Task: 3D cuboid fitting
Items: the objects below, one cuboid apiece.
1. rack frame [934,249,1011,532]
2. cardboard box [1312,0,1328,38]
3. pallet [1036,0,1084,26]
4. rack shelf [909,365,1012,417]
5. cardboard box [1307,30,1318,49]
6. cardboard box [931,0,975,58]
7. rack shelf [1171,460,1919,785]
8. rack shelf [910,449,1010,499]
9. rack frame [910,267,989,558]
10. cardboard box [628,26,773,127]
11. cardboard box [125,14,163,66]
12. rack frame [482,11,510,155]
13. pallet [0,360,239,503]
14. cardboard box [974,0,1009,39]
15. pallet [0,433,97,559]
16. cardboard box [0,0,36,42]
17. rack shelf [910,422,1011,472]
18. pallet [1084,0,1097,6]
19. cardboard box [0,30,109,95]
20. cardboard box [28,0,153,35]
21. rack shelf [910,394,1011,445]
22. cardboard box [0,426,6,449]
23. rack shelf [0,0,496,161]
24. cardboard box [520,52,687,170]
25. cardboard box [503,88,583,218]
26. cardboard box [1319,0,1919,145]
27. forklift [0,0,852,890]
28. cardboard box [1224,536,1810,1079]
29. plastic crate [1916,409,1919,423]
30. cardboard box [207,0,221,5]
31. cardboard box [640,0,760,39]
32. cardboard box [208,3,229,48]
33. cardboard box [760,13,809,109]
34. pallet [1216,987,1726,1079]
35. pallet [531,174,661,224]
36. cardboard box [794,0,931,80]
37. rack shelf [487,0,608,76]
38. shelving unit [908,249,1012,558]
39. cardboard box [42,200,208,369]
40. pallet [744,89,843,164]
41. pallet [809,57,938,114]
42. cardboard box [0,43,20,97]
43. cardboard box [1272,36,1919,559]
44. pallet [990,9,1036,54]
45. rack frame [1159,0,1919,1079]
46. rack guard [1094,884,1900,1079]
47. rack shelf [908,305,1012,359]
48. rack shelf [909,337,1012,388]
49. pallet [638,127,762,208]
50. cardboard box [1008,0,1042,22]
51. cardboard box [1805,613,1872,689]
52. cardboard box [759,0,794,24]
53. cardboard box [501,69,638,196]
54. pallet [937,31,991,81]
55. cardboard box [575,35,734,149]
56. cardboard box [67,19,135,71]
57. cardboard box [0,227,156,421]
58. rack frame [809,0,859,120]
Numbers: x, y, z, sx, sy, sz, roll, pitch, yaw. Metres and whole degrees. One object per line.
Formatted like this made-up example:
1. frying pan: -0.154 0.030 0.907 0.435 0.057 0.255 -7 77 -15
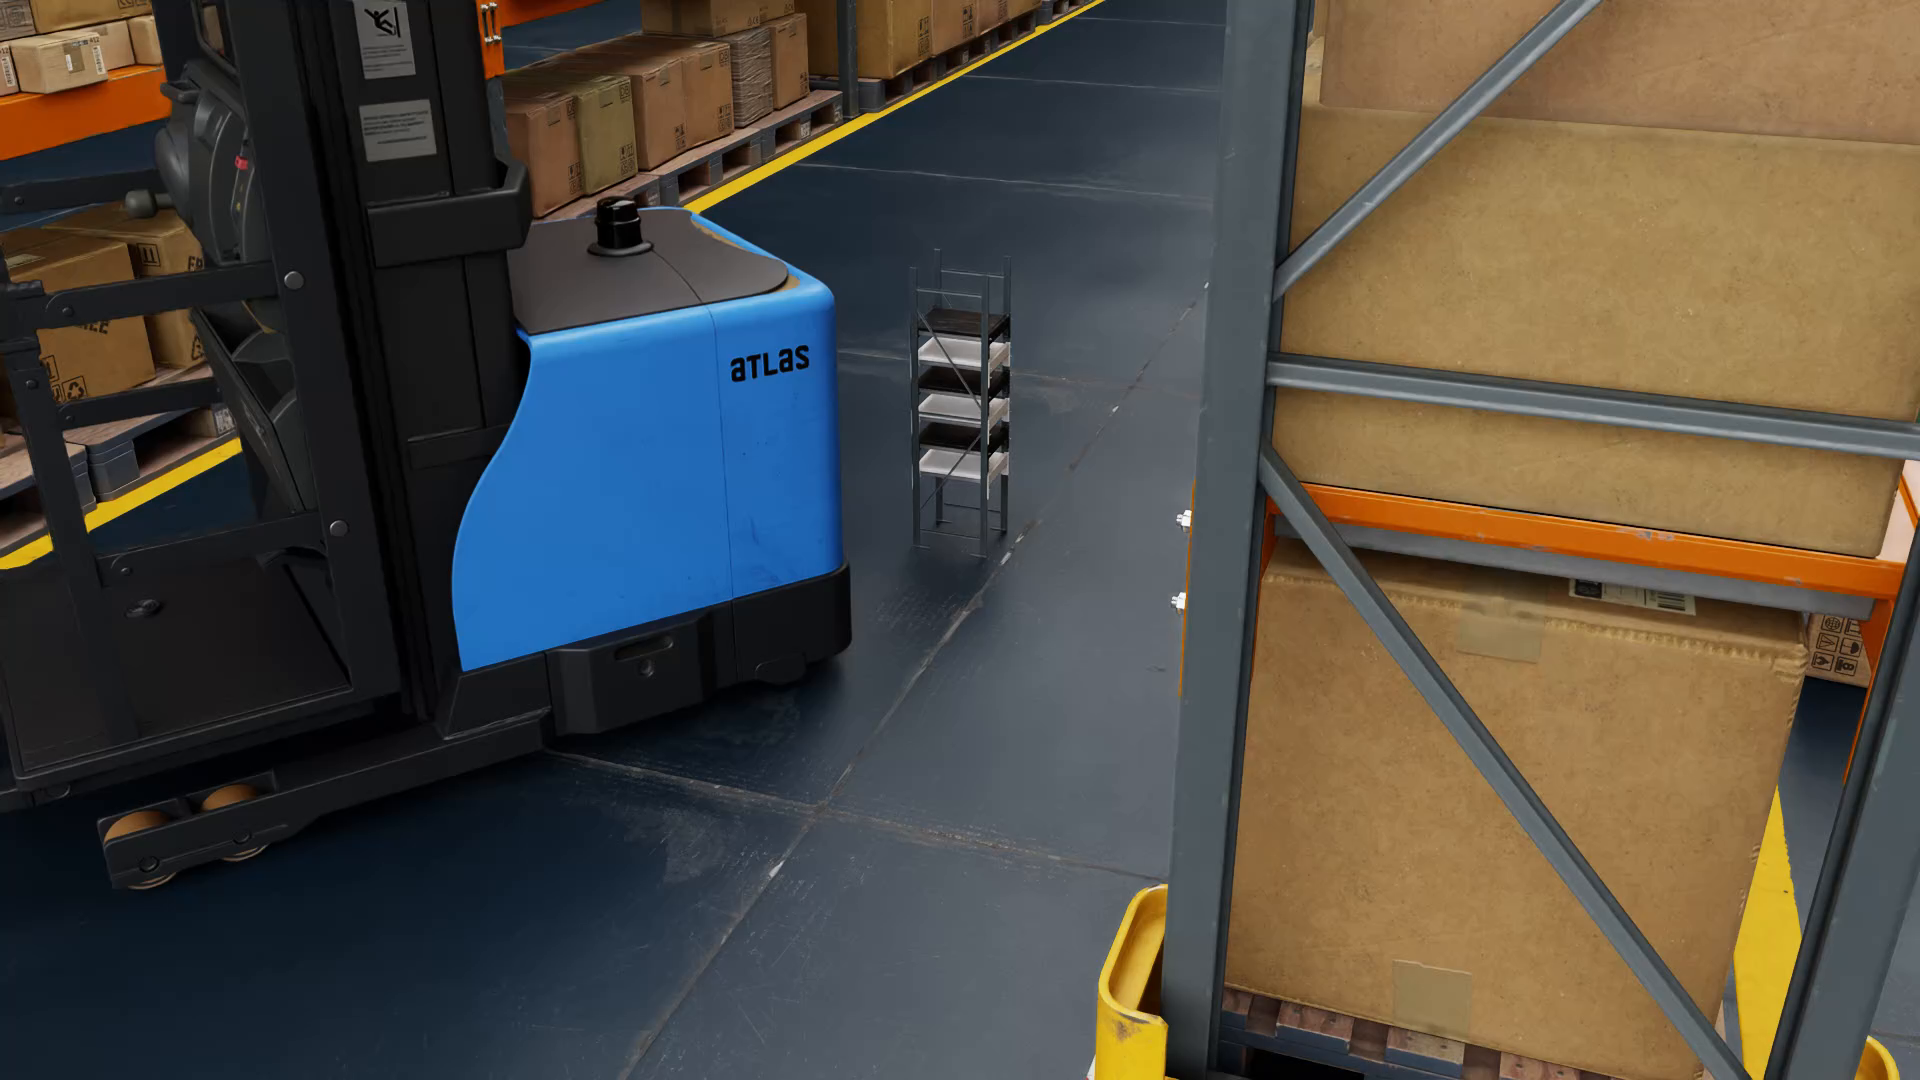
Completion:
1. rack frame: 0.037 -0.450 5.147 0.240 0.900 0.006 9 27 17
2. cardboard box: 1.074 -1.108 2.685 0.875 0.550 0.550 9 27 17
3. pallet: 0.495 -4.906 15.141 1.003 0.211 1.213 9 27 17
4. rack shelf: 0.003 -0.459 5.036 0.258 0.077 0.200 9 27 17
5. cardboard box: 1.062 -0.624 2.924 0.875 0.550 0.550 9 27 17
6. cardboard box: -0.610 -4.095 12.221 1.225 0.875 0.875 9 27 18
7. rack shelf: 1.484 -0.666 4.009 1.077 0.370 4.000 9 27 17
8. rack shelf: 0.003 -0.216 5.154 0.258 0.077 0.200 9 27 17
9. rack frame: -0.031 -0.367 4.974 0.240 0.900 0.006 9 27 17
10. cardboard box: -1.540 -2.781 9.916 0.700 0.500 0.500 6 27 13
11. cardboard box: -2.801 -1.714 5.637 0.380 0.149 0.250 9 27 17
12. rack frame: -2.494 -2.573 7.121 1.000 3.000 0.127 9 27 17
13. pallet: -3.089 -0.533 6.109 1.003 0.211 1.213 9 27 17
14. cardboard box: -0.323 -4.460 12.975 1.225 0.875 0.875 8 27 16
15. pallet: -3.496 -0.034 5.077 1.003 0.211 1.213 9 27 17
16. cardboard box: -3.356 -1.752 4.970 0.875 0.500 0.500 9 27 17
17. rack shelf: 0.003 -0.297 5.115 0.258 0.077 0.200 9 27 17
18. pallet: 0.899 -5.409 16.180 1.003 0.211 1.213 9 27 17
19. cardboard box: -2.915 -1.501 5.195 0.380 0.149 0.250 9 27 17
20. cardboard box: -3.179 -1.956 5.391 0.875 0.500 0.500 9 27 17
21. rack shelf: 0.003 -0.378 5.075 0.258 0.077 0.200 9 27 17
22. cardboard box: -3.435 -0.498 5.222 0.500 0.500 0.500 17 30 31
23. rack shelf: -3.160 -1.427 5.580 1.077 0.370 4.000 9 27 17
24. cardboard box: -1.907 -2.318 8.959 0.700 0.500 0.500 6 27 13
25. cardboard box: -2.270 -1.895 8.085 0.700 0.500 0.500 7 27 13
26. cardboard box: 0.978 -0.868 2.190 0.875 0.550 0.550 9 27 17
27. forklift: -1.818 -0.815 3.569 3.031 2.935 1.130 -15 30 -28
28. cardboard box: 0.982 0.311 3.122 0.875 0.875 0.875 9 27 18
29. plastic crate: 3.327 -0.311 5.610 0.662 0.188 0.450 -20 23 -36
30. cardboard box: -2.973 -2.155 5.803 0.875 0.500 0.500 9 27 17
31. cardboard box: -1.525 -3.128 9.771 0.500 0.250 0.500 12 28 23
32. cardboard box: -2.751 -1.822 5.859 0.380 0.149 0.250 9 27 17
33. cardboard box: -1.367 -3.011 10.390 0.700 0.500 0.500 7 27 15
34. pallet: 1.011 0.747 3.465 1.003 0.211 1.213 9 27 17
35. pallet: -2.236 -1.638 8.390 1.003 0.211 1.213 9 27 17
36. cardboard box: -0.914 -3.730 11.467 1.225 0.875 0.875 7 27 15
37. rack shelf: -1.829 -3.071 8.975 1.077 0.370 4.000 9 27 17
38. shelving unit: 0.003 -0.408 5.061 0.258 0.900 0.210 9 27 17
39. cardboard box: -2.981 -0.975 6.208 0.500 0.500 0.500 6 27 13
40. pallet: -1.424 -2.640 10.461 1.003 0.211 1.213 9 27 17
41. pallet: -0.830 -3.274 11.770 1.003 0.211 1.213 9 27 17
42. cardboard box: -3.096 -1.413 5.014 0.380 0.149 0.250 9 27 17
43. cardboard box: 0.899 -0.394 2.451 0.875 0.550 0.550 9 27 17
44. pallet: -0.018 -4.277 13.841 1.003 0.211 1.213 9 27 17
45. rack frame: 0.815 -0.168 2.156 0.949 2.616 0.053 9 27 17
46. rack guard: 0.810 0.967 2.679 1.175 0.500 0.348 9 27 17
47. rack shelf: 0.003 -0.621 4.958 0.258 0.077 0.200 9 27 17
48. rack shelf: 0.003 -0.540 4.997 0.258 0.077 0.200 9 27 17
49. pallet: -1.832 -2.141 9.429 1.003 0.211 1.213 9 27 17
50. cardboard box: -0.026 -4.827 13.733 1.225 0.875 0.875 9 27 18
51. cardboard box: 2.601 0.099 4.469 0.500 0.500 0.500 14 29 26
52. cardboard box: -1.358 -3.347 10.224 0.500 0.250 0.500 10 28 20
53. cardboard box: -2.093 -2.088 8.484 0.700 0.500 0.500 9 27 17
54. pallet: -0.422 -3.774 12.802 1.003 0.211 1.213 9 27 17
55. cardboard box: -1.722 -2.547 9.432 0.700 0.500 0.500 11 28 22
56. cardboard box: -2.957 -1.623 5.447 0.380 0.149 0.250 9 27 17
57. cardboard box: -3.209 -0.752 5.748 0.500 0.500 0.500 11 28 22
58. rack frame: -1.163 -4.216 10.516 1.000 3.000 0.127 9 27 17
